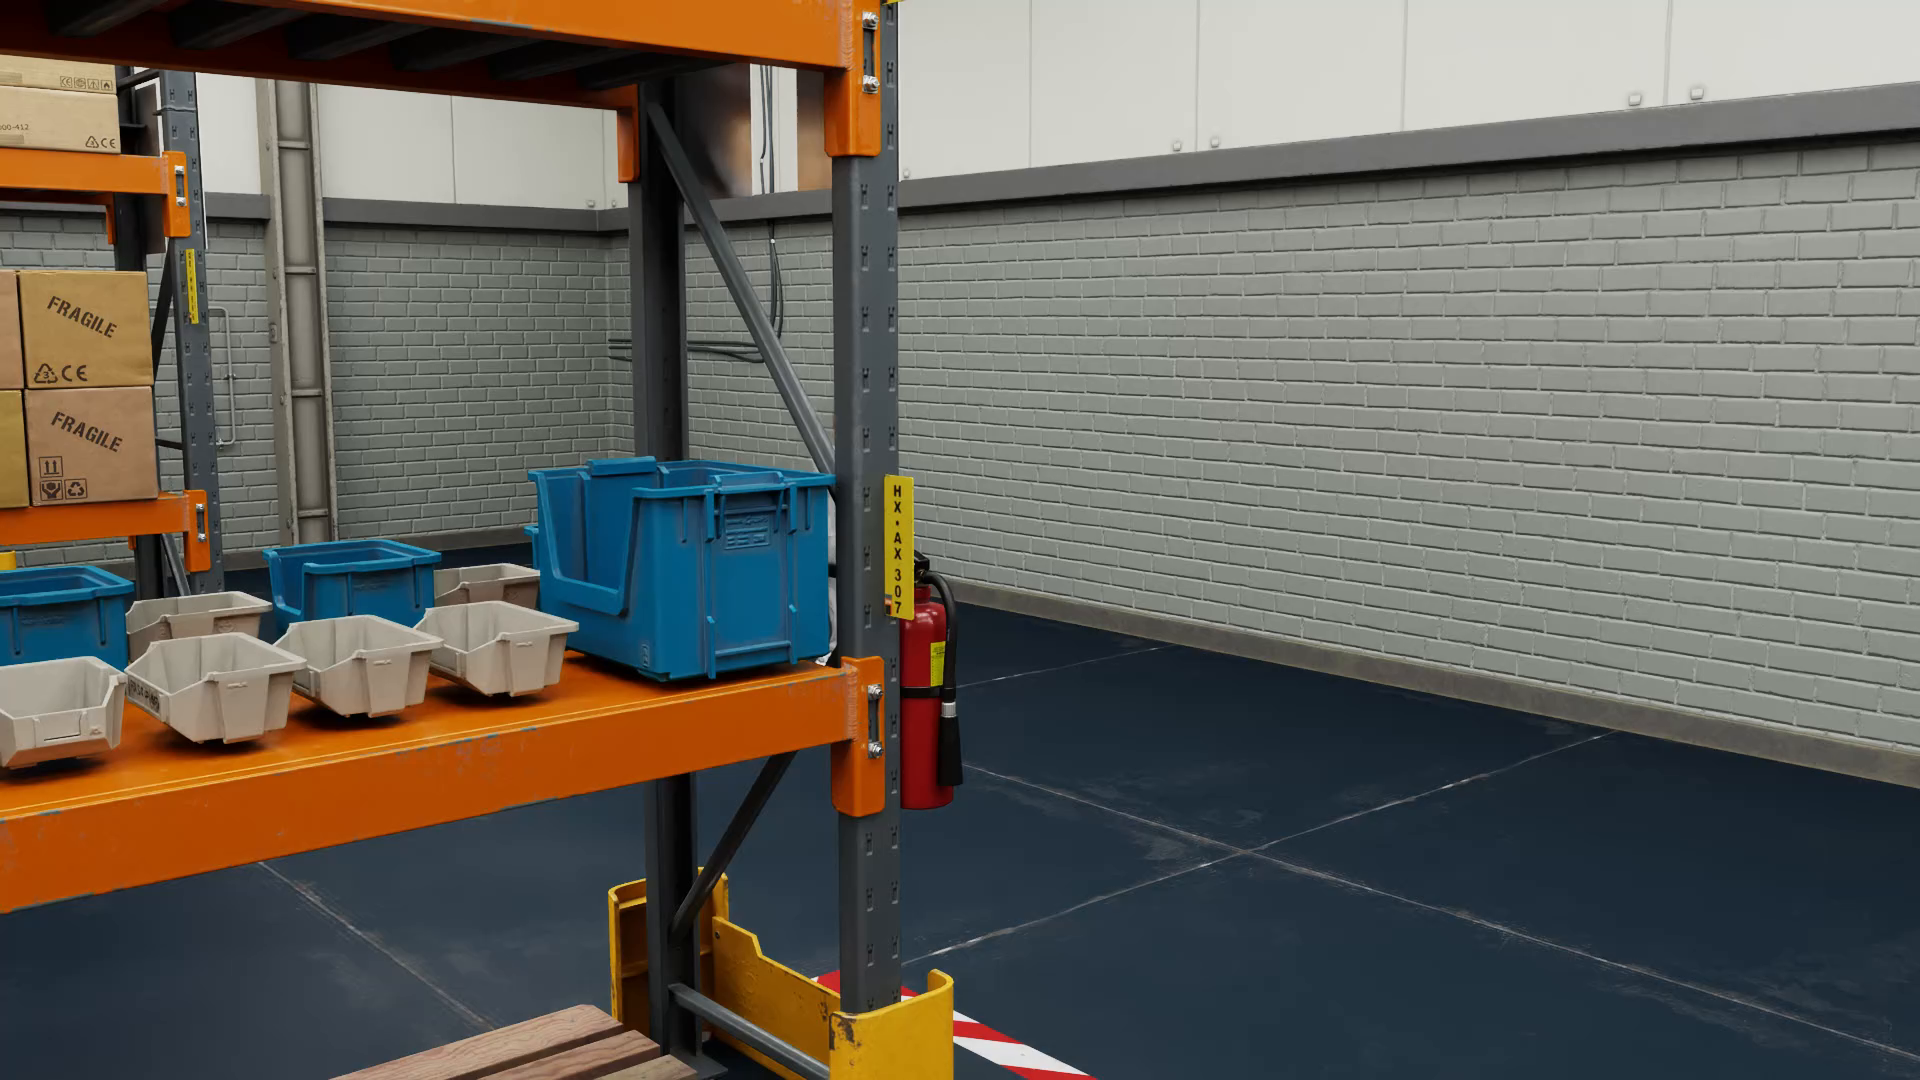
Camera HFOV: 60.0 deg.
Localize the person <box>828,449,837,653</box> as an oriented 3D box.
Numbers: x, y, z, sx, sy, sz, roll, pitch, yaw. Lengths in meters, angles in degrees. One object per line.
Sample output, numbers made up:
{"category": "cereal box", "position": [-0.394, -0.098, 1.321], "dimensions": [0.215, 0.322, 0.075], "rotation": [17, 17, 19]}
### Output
{"category": "person", "position": [-0.673, 0.068, 10.018], "dimensions": [0.406, 1.280, 0.316], "rotation": [-7, 10, -41]}
